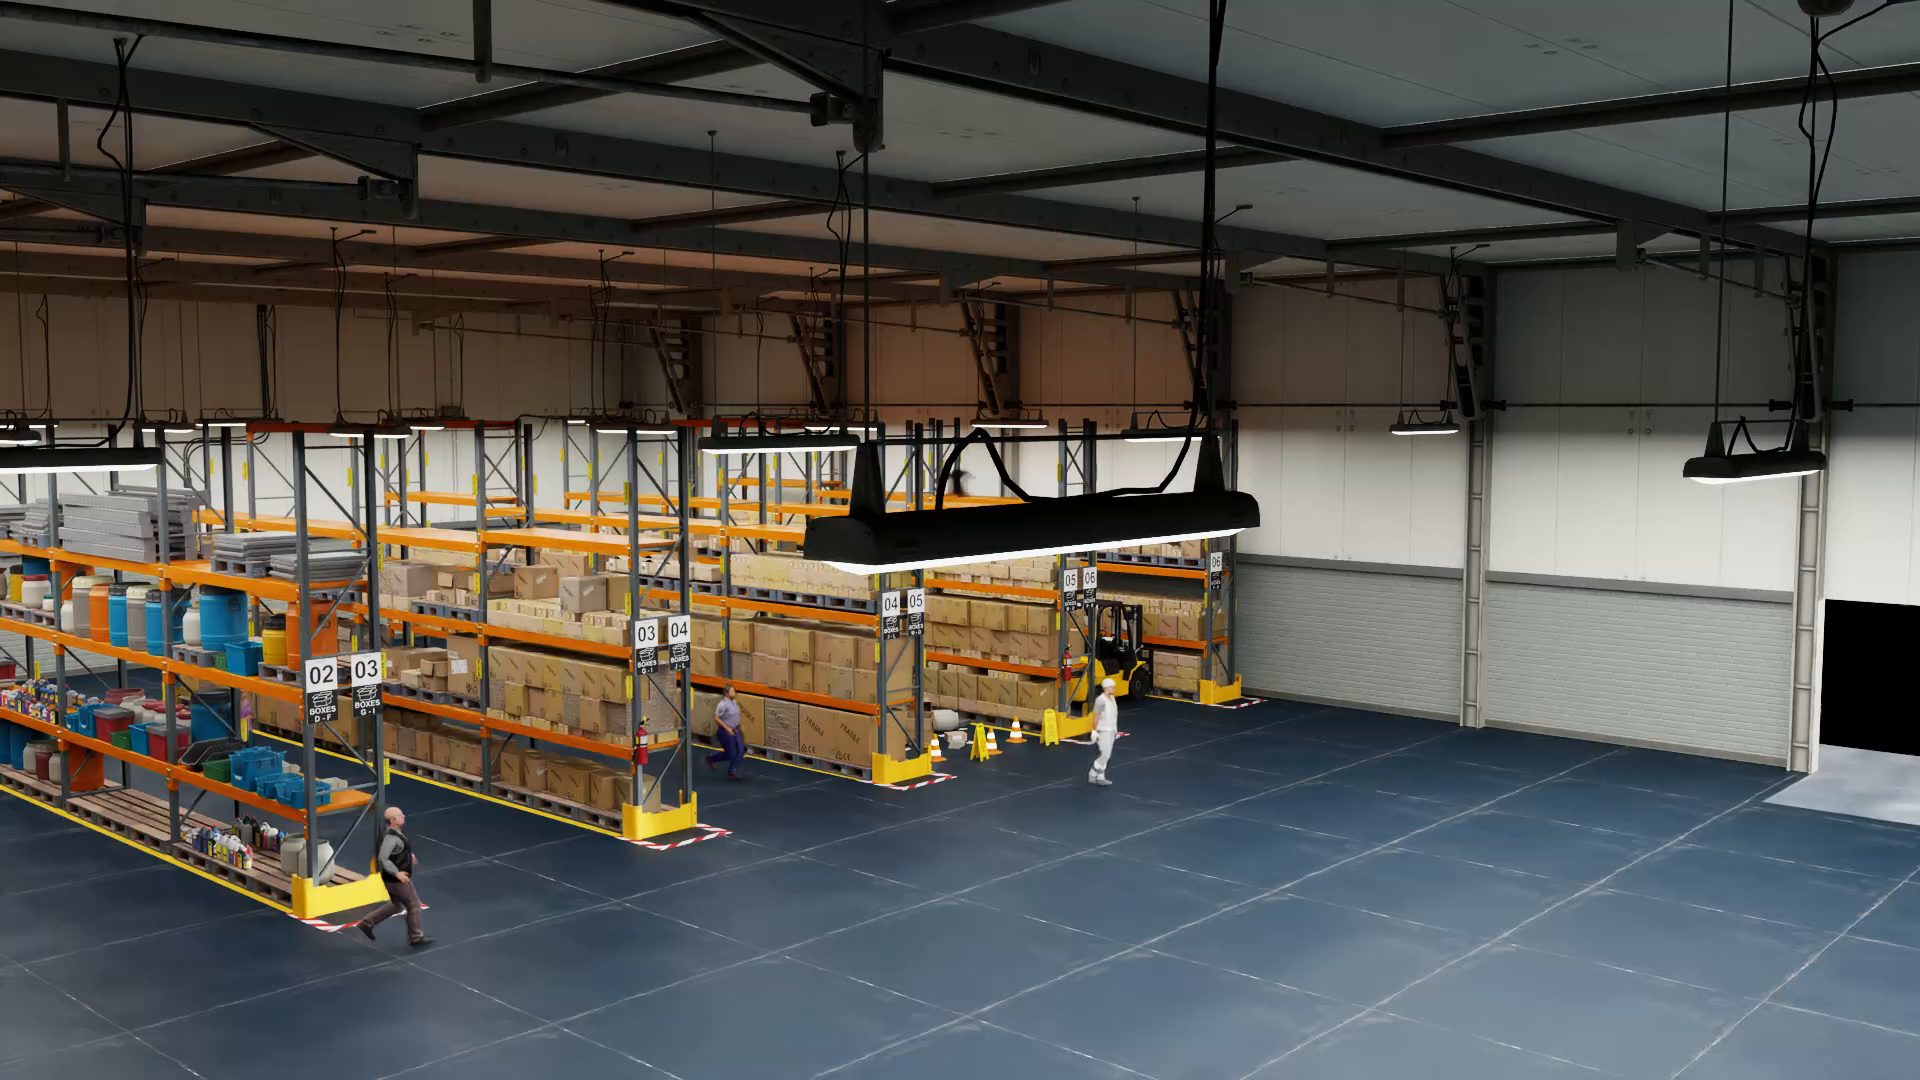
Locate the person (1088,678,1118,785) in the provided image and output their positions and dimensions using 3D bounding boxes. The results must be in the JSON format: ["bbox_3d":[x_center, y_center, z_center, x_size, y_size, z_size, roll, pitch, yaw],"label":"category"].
[{"bbox_3d":[2.371,3.177,27.571,0.432,1.779,0.610,3,6,32],"label":"person"}]

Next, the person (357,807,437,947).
[{"bbox_3d":[-6.526,3.918,19.256,0.879,1.695,0.698,-2,5,-23],"label":"person"}]

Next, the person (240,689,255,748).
[{"bbox_3d":[-12.069,3.238,27.857,0.824,1.626,0.495,3,6,36],"label":"person"}]

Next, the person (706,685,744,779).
[{"bbox_3d":[-3.961,3.249,28.128,0.649,1.586,0.614,2,5,22],"label":"person"}]
